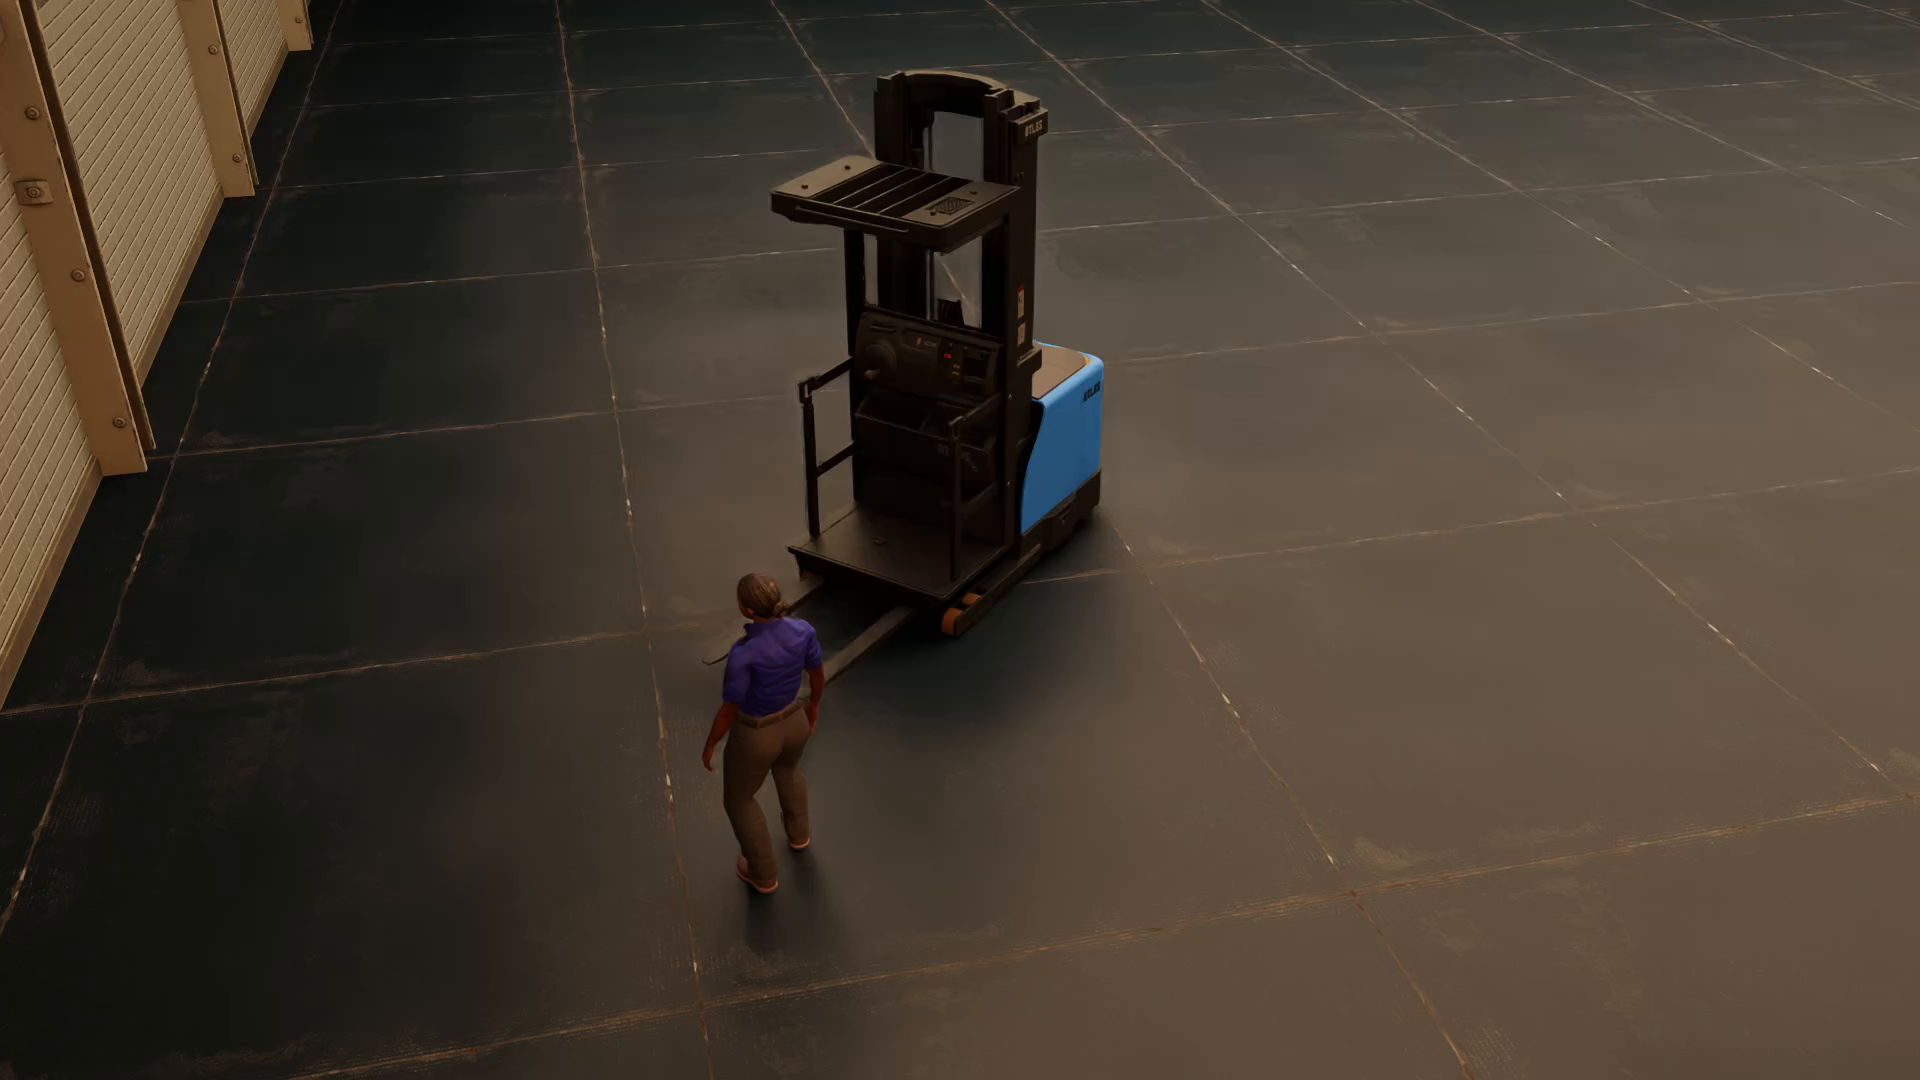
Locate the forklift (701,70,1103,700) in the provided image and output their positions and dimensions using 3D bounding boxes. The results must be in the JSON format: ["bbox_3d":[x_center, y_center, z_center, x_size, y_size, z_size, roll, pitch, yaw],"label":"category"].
[{"bbox_3d":[-0.304,-0.979,9.266,1.130,2.935,3.031,17,34,27],"label":"forklift"}]

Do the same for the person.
[{"bbox_3d":[-0.893,0.819,7.459,0.634,1.643,0.449,-26,39,-37],"label":"person"}]
